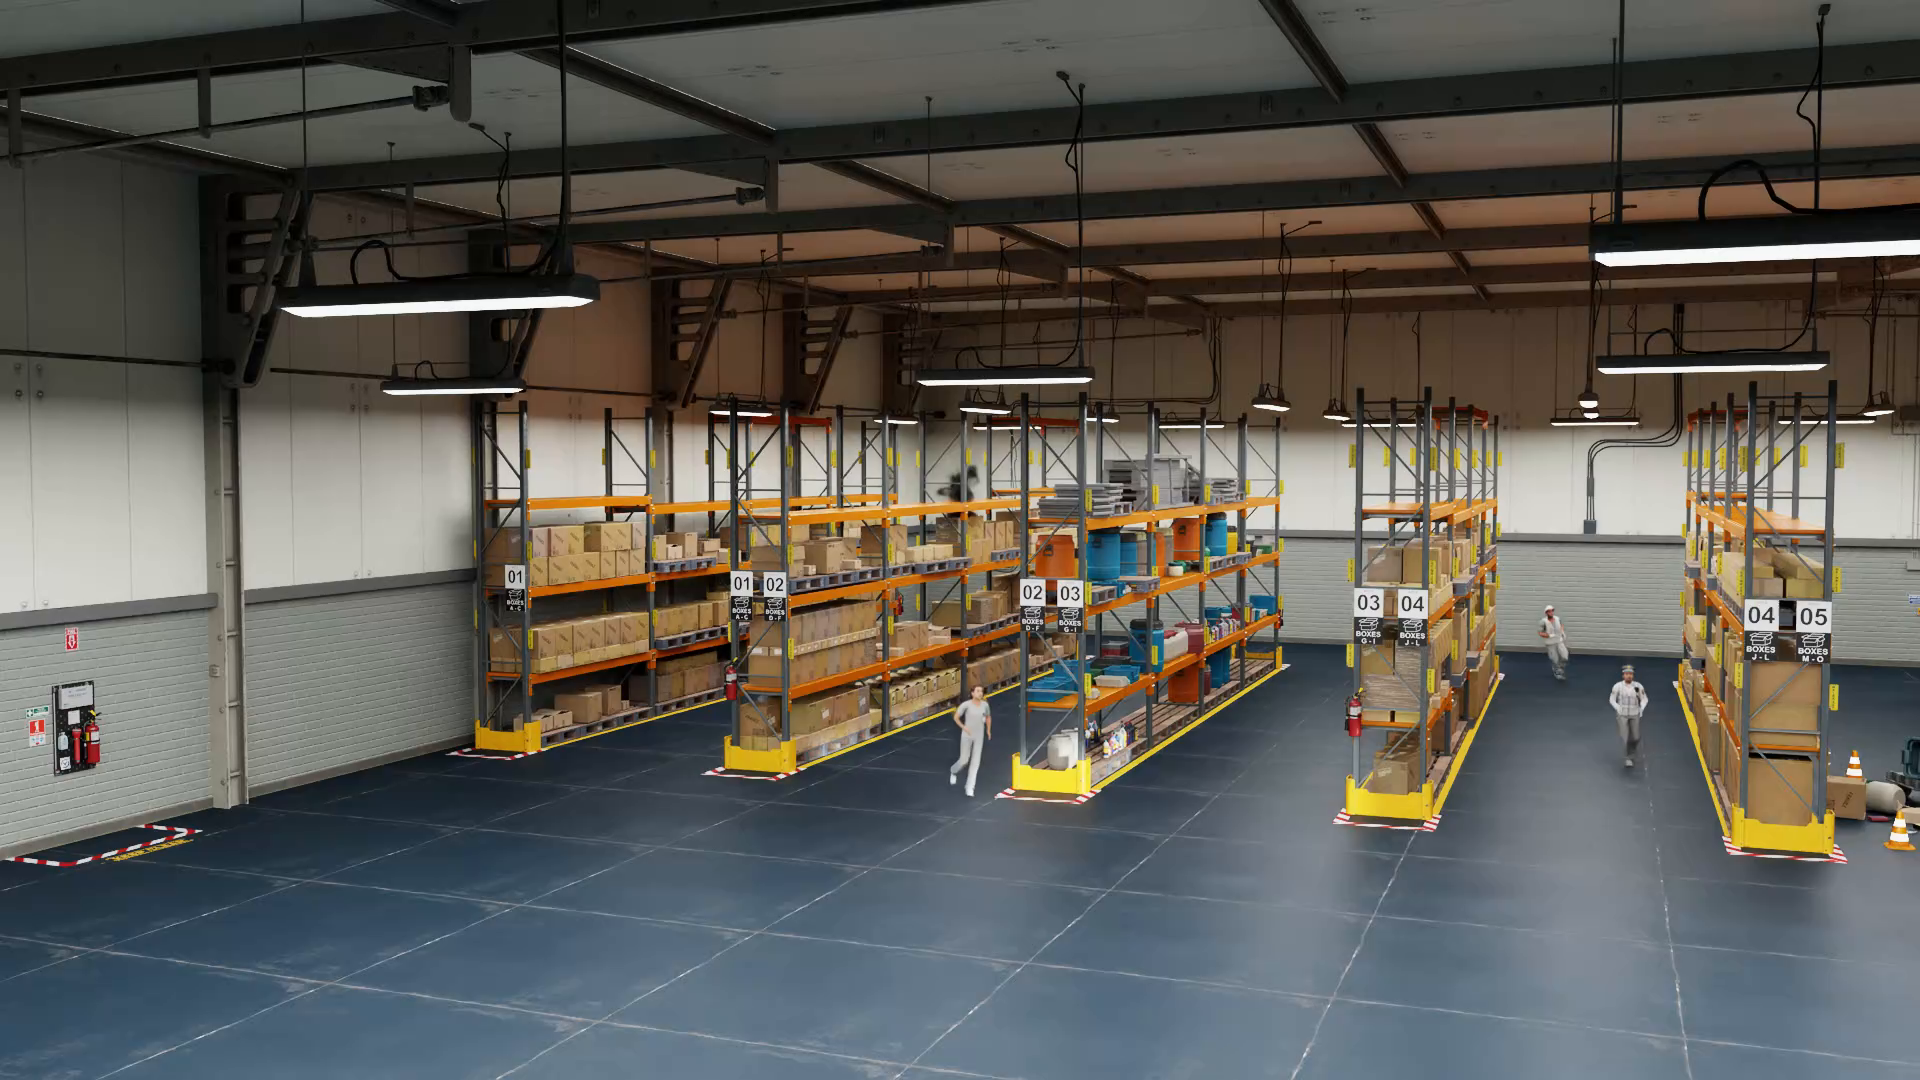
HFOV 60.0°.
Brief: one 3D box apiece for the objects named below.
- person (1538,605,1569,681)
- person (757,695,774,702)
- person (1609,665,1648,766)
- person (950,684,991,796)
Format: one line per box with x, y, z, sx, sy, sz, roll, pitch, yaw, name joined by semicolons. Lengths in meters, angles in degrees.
13.302;2.318;37.297;0.706;1.715;0.608;0;3;-3;person
-3.470;2.722;30.124;0.517;1.630;0.784;1;3;14;person
10.892;2.855;27.078;0.592;1.651;0.539;1;3;17;person
0.209;2.969;24.984;0.617;1.631;0.849;-1;3;-18;person
